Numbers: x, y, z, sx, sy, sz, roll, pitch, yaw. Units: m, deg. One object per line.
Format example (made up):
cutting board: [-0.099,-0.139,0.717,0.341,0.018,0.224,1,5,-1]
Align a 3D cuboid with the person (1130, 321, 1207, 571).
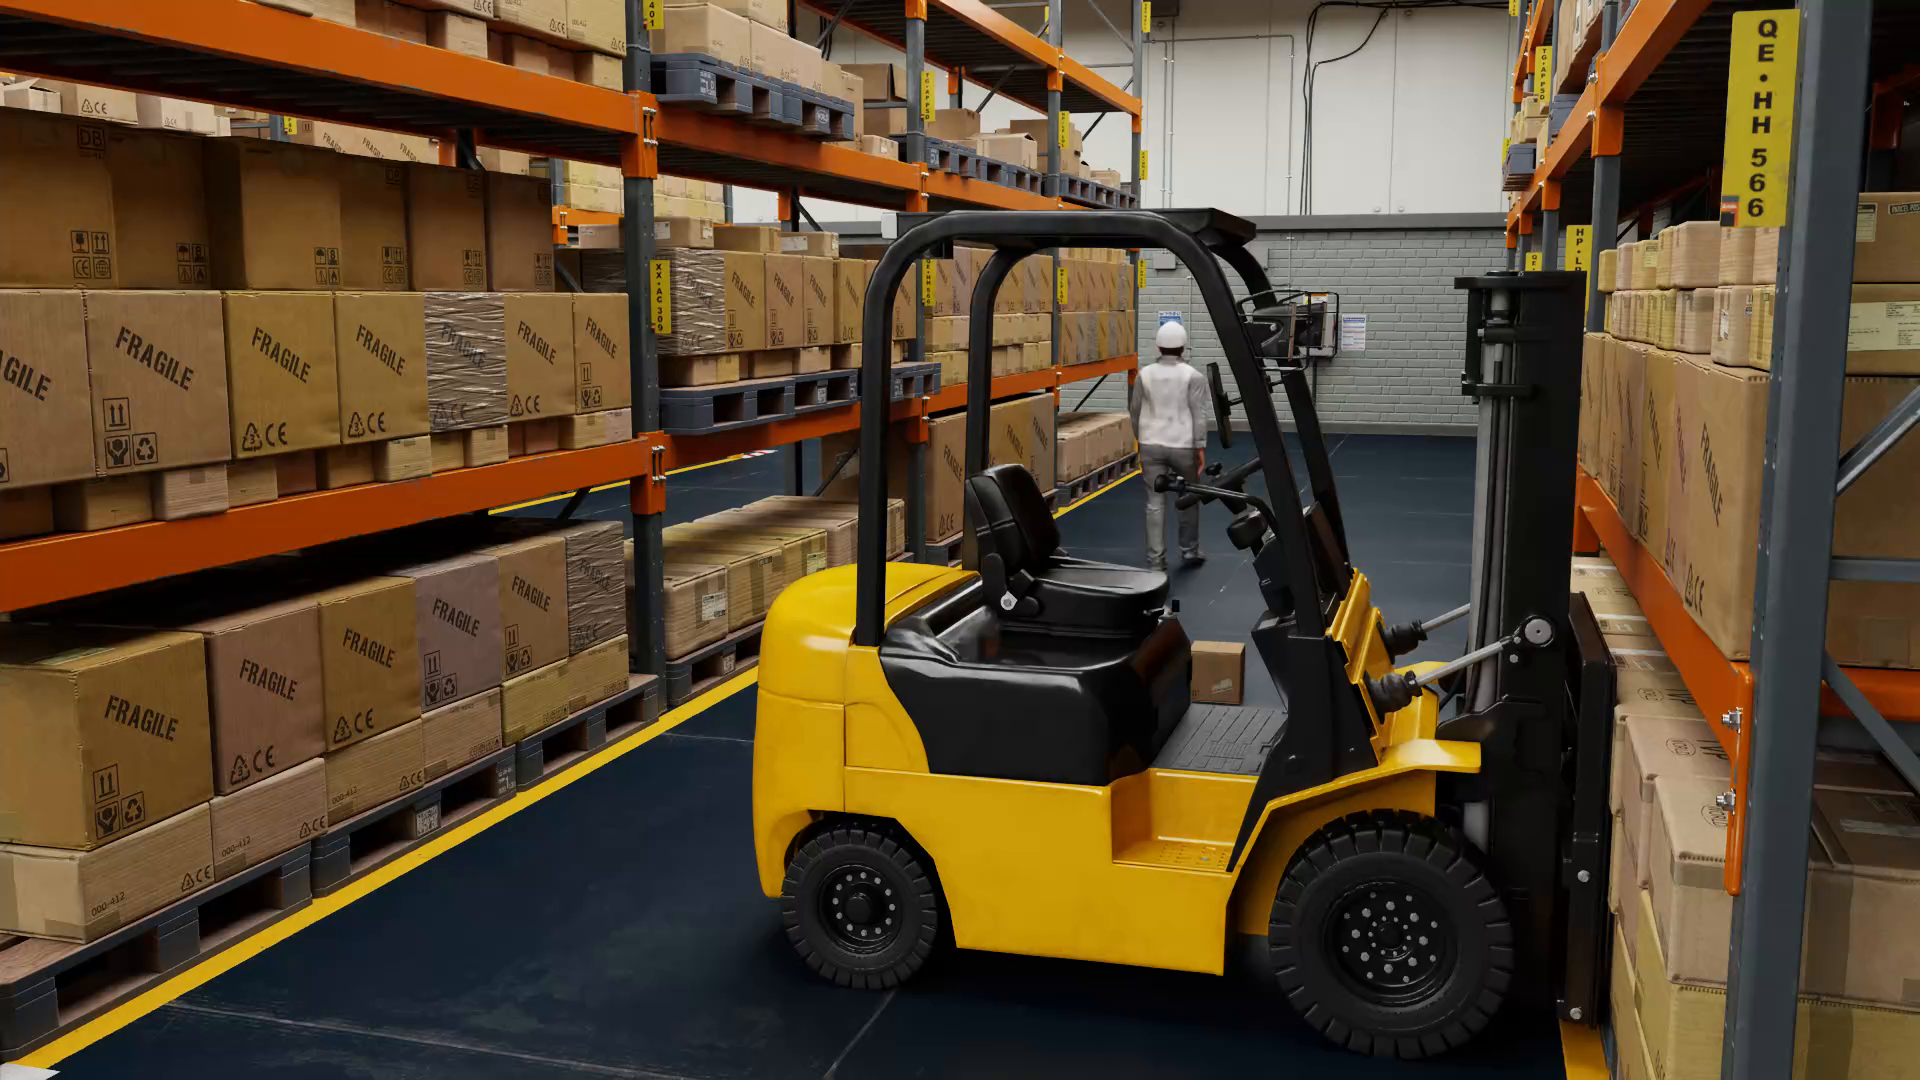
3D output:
person: [1.497,-0.679,11.820,0.568,1.741,0.900,2,9,16]
